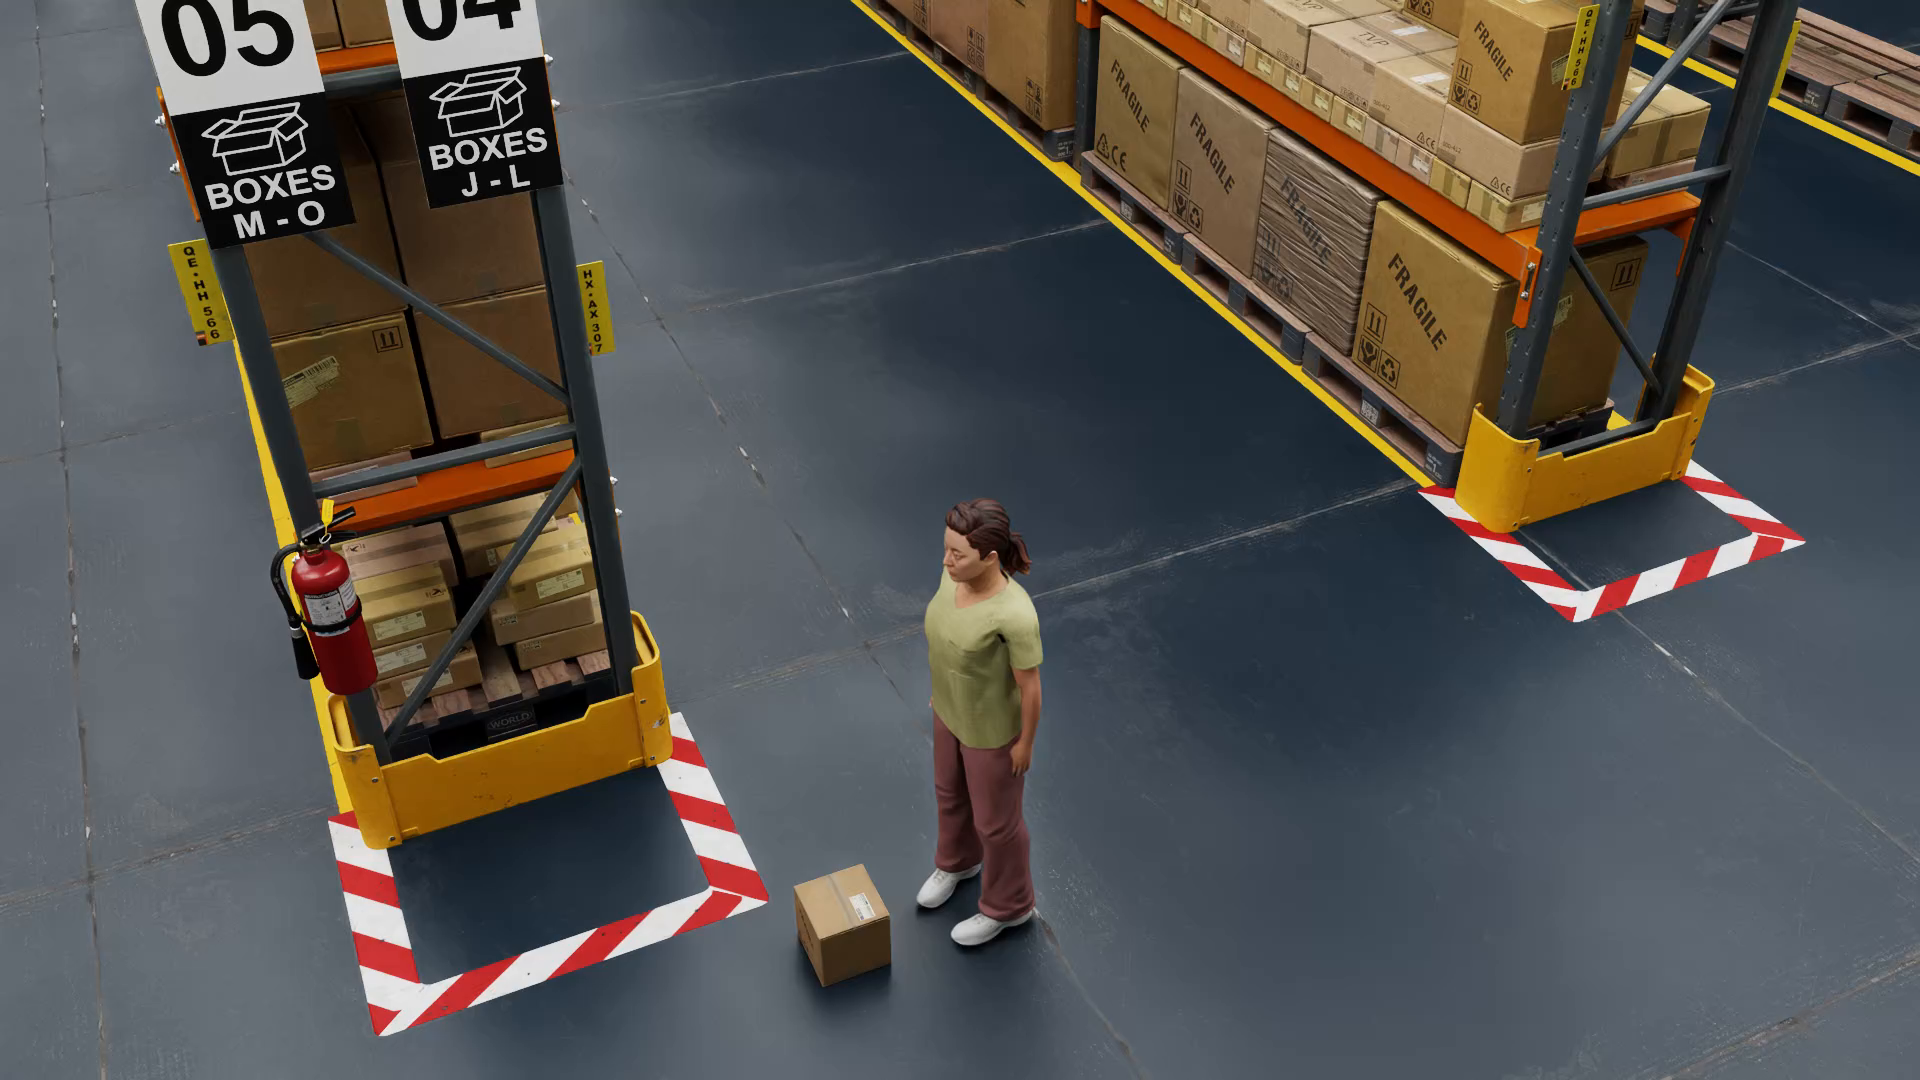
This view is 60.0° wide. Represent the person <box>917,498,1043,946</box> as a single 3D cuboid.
[{"bbox_3d":[0.045,0.584,5.370,0.399,1.676,0.478,-21,42,-25],"label":"person"}]
